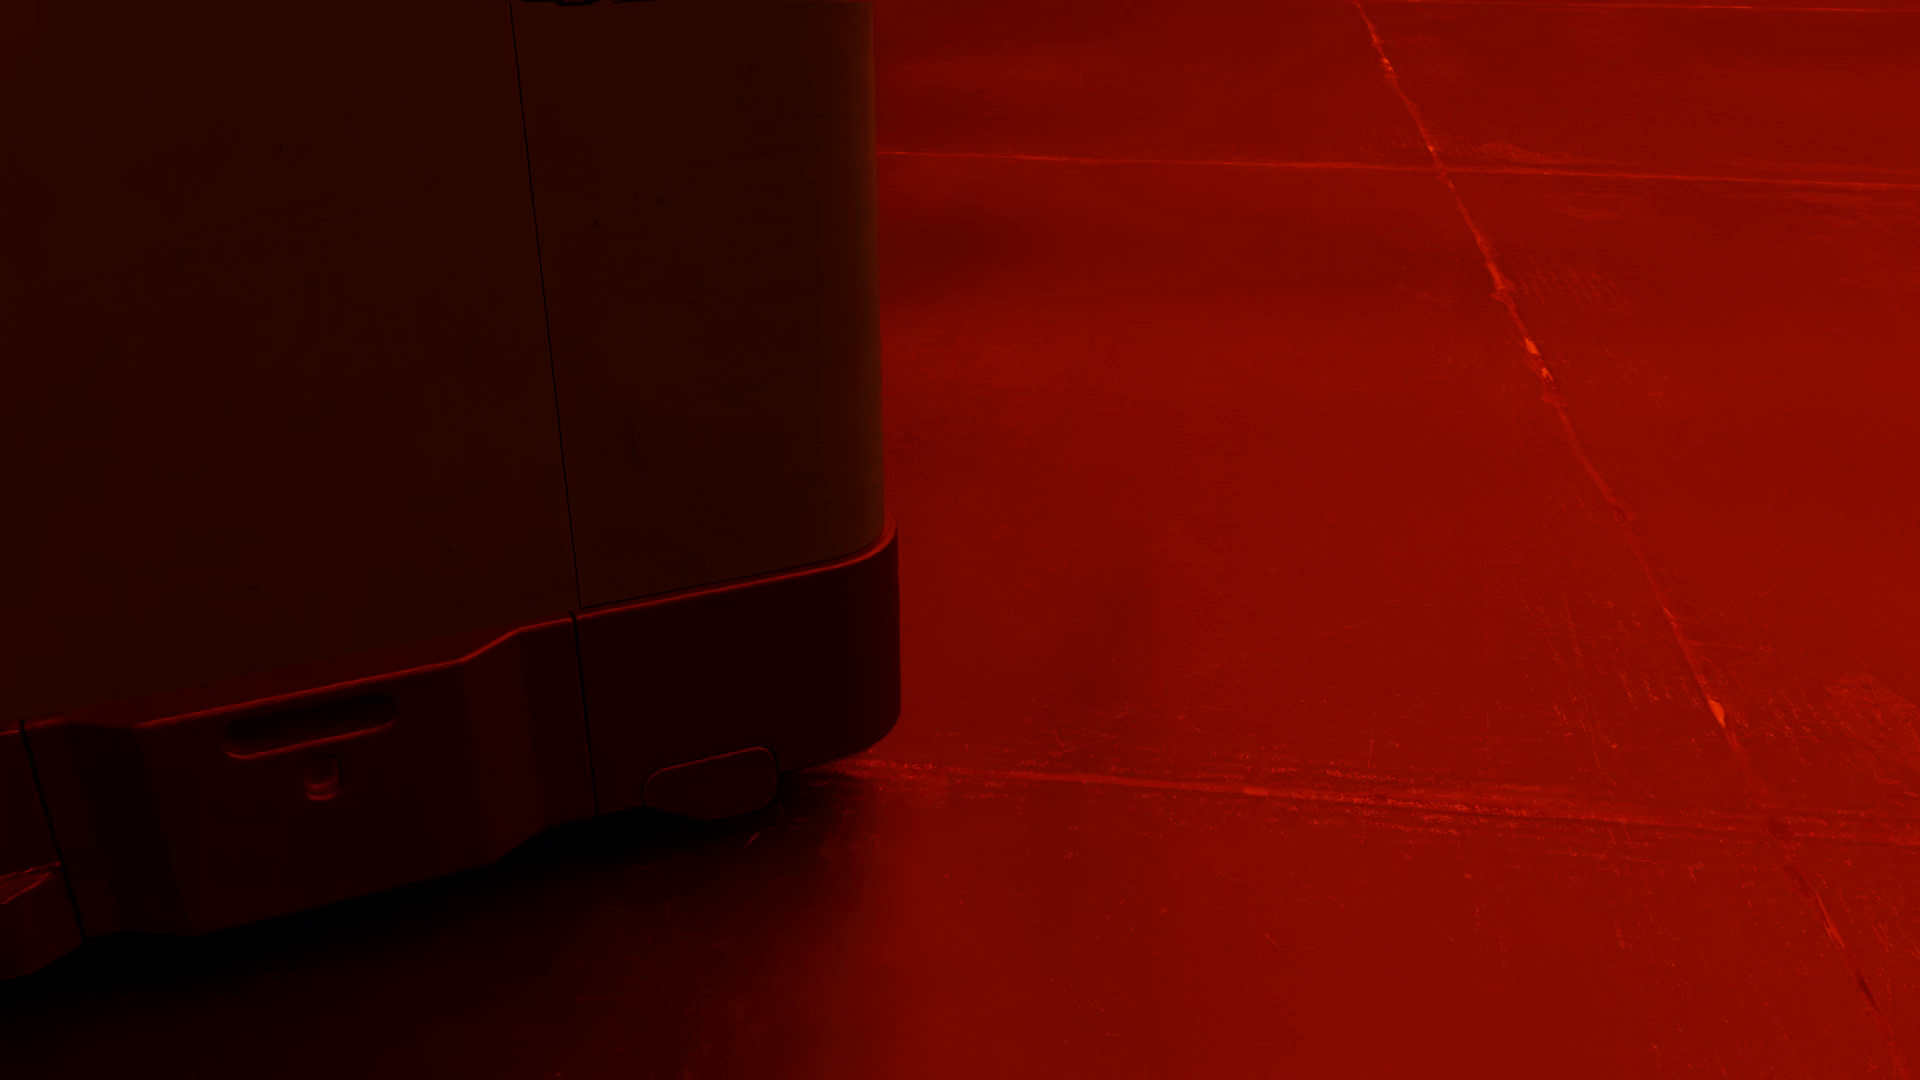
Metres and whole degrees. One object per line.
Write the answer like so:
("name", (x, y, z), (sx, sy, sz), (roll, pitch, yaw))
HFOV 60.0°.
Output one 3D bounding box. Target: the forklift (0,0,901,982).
("forklift", (-1.633, -0.965, 1.152), (3.031, 2.935, 1.130), (-11, 29, -21))
